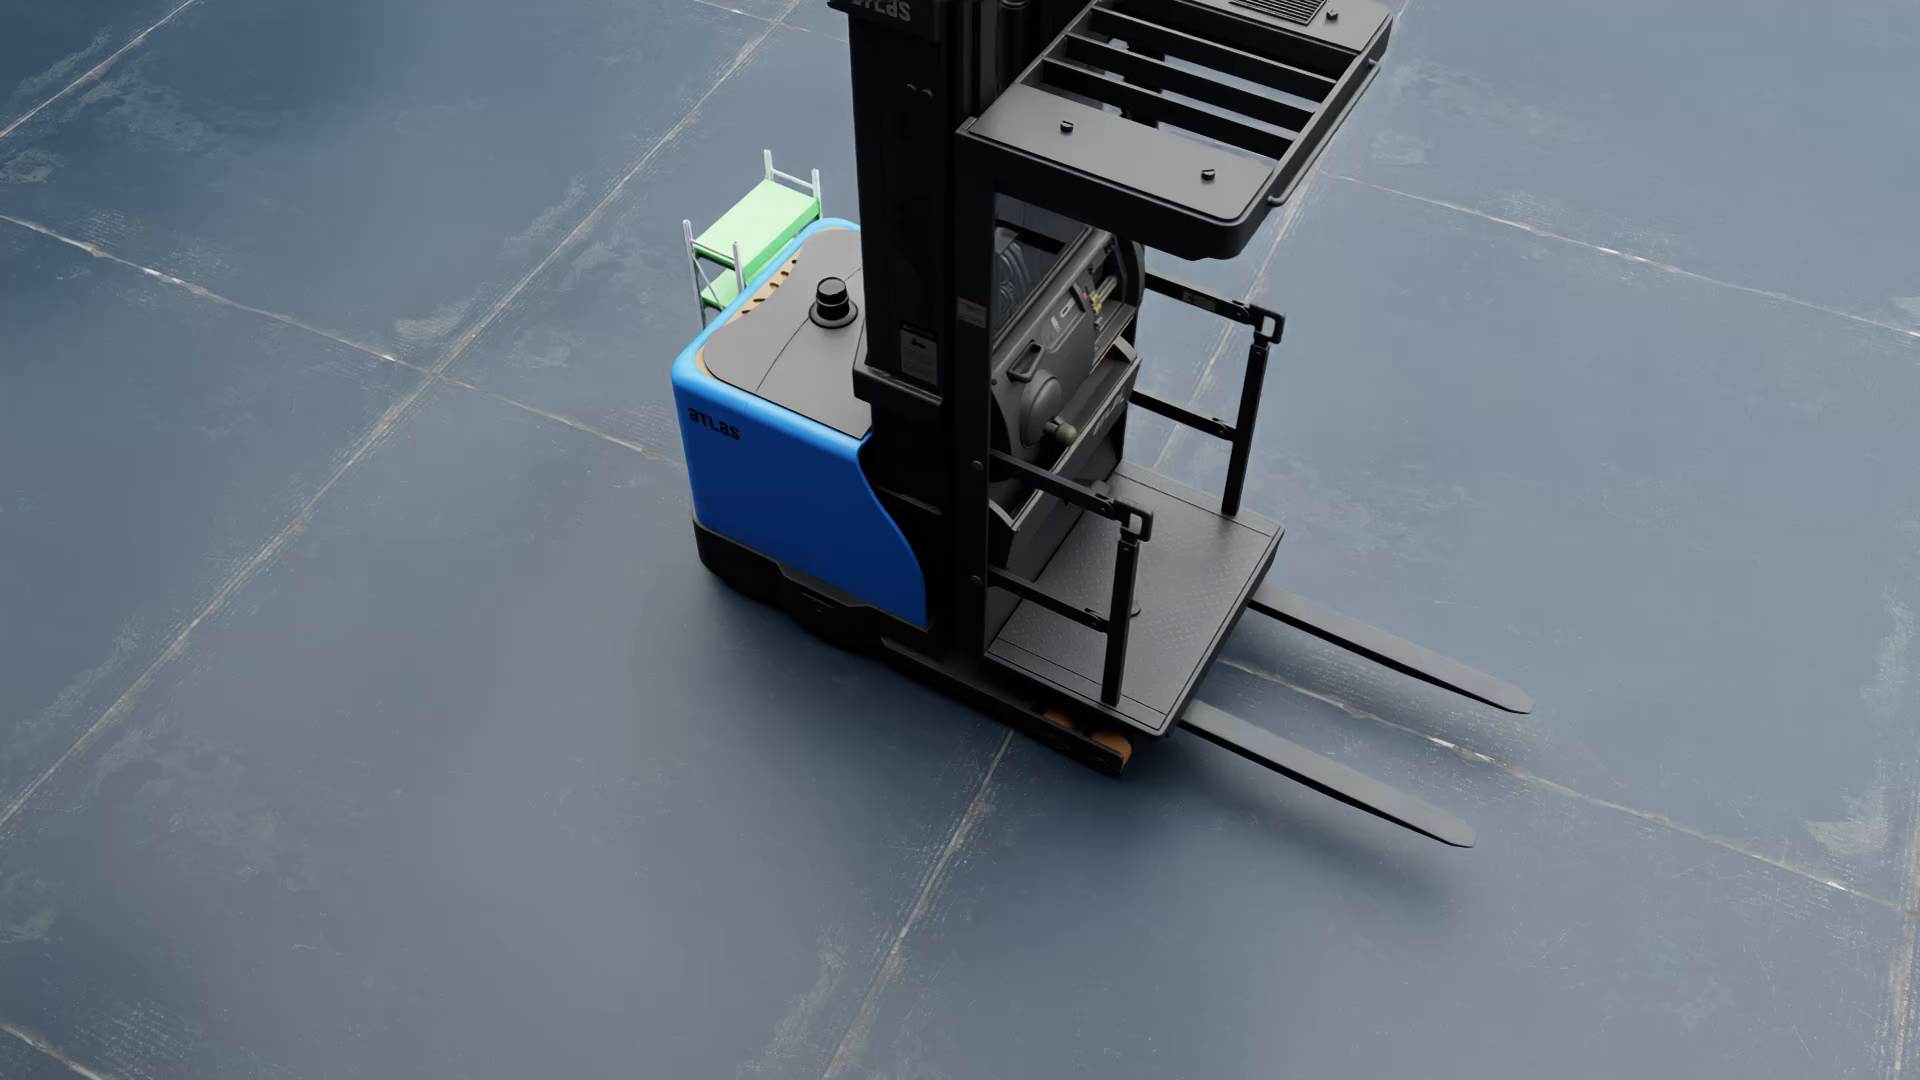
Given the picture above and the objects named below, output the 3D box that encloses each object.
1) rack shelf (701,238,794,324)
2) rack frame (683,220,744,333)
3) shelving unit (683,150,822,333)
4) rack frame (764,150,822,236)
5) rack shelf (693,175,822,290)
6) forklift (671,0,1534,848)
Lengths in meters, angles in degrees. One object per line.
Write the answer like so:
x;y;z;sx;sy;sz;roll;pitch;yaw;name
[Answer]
-0.758;-0.979;6.379;0.258;0.148;0.480;25;54;20;rack shelf
-0.888;-0.707;6.379;0.240;1.200;0.015;25;54;20;rack frame
-0.758;-0.865;6.513;0.258;1.200;0.503;25;54;20;shelving unit
-0.628;-1.022;6.647;0.240;1.200;0.015;25;54;20;rack frame
-0.758;-1.135;6.196;0.258;0.148;0.480;25;54;20;rack shelf
0.526;-0.599;5.150;3.031;2.935;1.130;24;54;19;forklift
